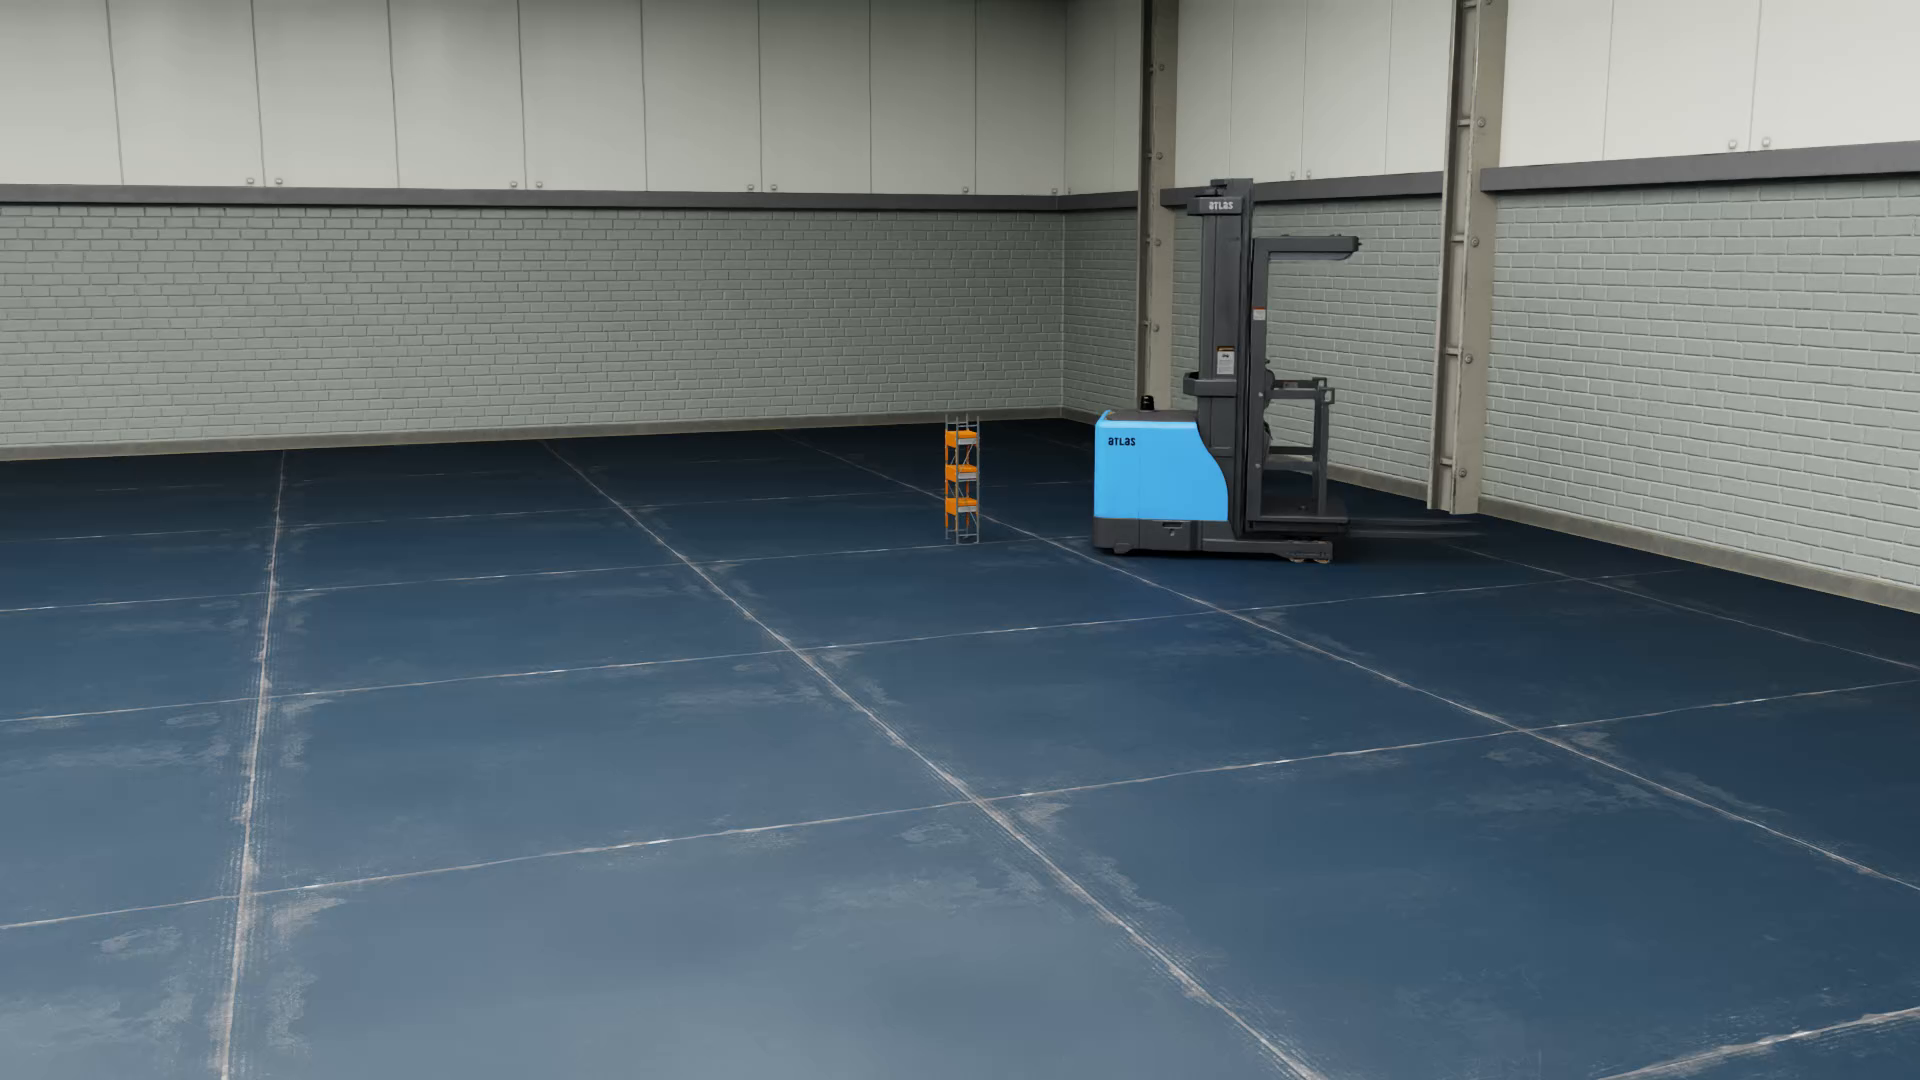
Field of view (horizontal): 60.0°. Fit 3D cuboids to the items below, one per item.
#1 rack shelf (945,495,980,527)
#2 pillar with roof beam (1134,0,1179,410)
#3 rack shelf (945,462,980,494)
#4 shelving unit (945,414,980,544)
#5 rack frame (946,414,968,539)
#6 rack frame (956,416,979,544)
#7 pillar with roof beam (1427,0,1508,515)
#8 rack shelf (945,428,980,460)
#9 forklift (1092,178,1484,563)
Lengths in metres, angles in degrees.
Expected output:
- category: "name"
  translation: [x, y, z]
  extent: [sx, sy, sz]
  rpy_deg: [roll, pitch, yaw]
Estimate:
- category: "rack shelf"
  translation: [0.019, -0.224, 13.830]
  extent: [0.215, 0.259, 0.240]
  rpy_deg: [-4, 11, -21]
- category: "pillar with roof beam"
  translation: [-1.600, -5.411, 18.643]
  extent: [9.100, 9.000, 0.400]
  rpy_deg: [-4, 11, -21]
- category: "rack shelf"
  translation: [0.019, -0.498, 13.781]
  extent: [0.215, 0.259, 0.240]
  rpy_deg: [-4, 11, -21]
- category: "shelving unit"
  translation: [0.019, -0.508, 13.779]
  extent: [0.215, 1.050, 0.252]
  rpy_deg: [-4, 11, -21]
- category: "rack frame"
  translation: [-0.025, -0.528, 13.891]
  extent: [0.200, 1.050, 0.008]
  rpy_deg: [-4, 11, -21]
- category: "rack frame"
  translation: [0.064, -0.488, 13.667]
  extent: [0.200, 1.050, 0.008]
  rpy_deg: [-4, 11, -21]
- category: "pillar with roof beam"
  translation: [0.574, -4.431, 13.137]
  extent: [9.100, 9.000, 0.400]
  rpy_deg: [-4, 11, -21]
- category: "rack shelf"
  translation: [0.019, -0.777, 13.731]
  extent: [0.215, 0.259, 0.240]
  rpy_deg: [-4, 11, -21]
- category: "forklift"
  translation: [2.615, -1.362, 13.209]
  extent: [3.031, 2.935, 1.130]
  rpy_deg: [2, 10, 9]
